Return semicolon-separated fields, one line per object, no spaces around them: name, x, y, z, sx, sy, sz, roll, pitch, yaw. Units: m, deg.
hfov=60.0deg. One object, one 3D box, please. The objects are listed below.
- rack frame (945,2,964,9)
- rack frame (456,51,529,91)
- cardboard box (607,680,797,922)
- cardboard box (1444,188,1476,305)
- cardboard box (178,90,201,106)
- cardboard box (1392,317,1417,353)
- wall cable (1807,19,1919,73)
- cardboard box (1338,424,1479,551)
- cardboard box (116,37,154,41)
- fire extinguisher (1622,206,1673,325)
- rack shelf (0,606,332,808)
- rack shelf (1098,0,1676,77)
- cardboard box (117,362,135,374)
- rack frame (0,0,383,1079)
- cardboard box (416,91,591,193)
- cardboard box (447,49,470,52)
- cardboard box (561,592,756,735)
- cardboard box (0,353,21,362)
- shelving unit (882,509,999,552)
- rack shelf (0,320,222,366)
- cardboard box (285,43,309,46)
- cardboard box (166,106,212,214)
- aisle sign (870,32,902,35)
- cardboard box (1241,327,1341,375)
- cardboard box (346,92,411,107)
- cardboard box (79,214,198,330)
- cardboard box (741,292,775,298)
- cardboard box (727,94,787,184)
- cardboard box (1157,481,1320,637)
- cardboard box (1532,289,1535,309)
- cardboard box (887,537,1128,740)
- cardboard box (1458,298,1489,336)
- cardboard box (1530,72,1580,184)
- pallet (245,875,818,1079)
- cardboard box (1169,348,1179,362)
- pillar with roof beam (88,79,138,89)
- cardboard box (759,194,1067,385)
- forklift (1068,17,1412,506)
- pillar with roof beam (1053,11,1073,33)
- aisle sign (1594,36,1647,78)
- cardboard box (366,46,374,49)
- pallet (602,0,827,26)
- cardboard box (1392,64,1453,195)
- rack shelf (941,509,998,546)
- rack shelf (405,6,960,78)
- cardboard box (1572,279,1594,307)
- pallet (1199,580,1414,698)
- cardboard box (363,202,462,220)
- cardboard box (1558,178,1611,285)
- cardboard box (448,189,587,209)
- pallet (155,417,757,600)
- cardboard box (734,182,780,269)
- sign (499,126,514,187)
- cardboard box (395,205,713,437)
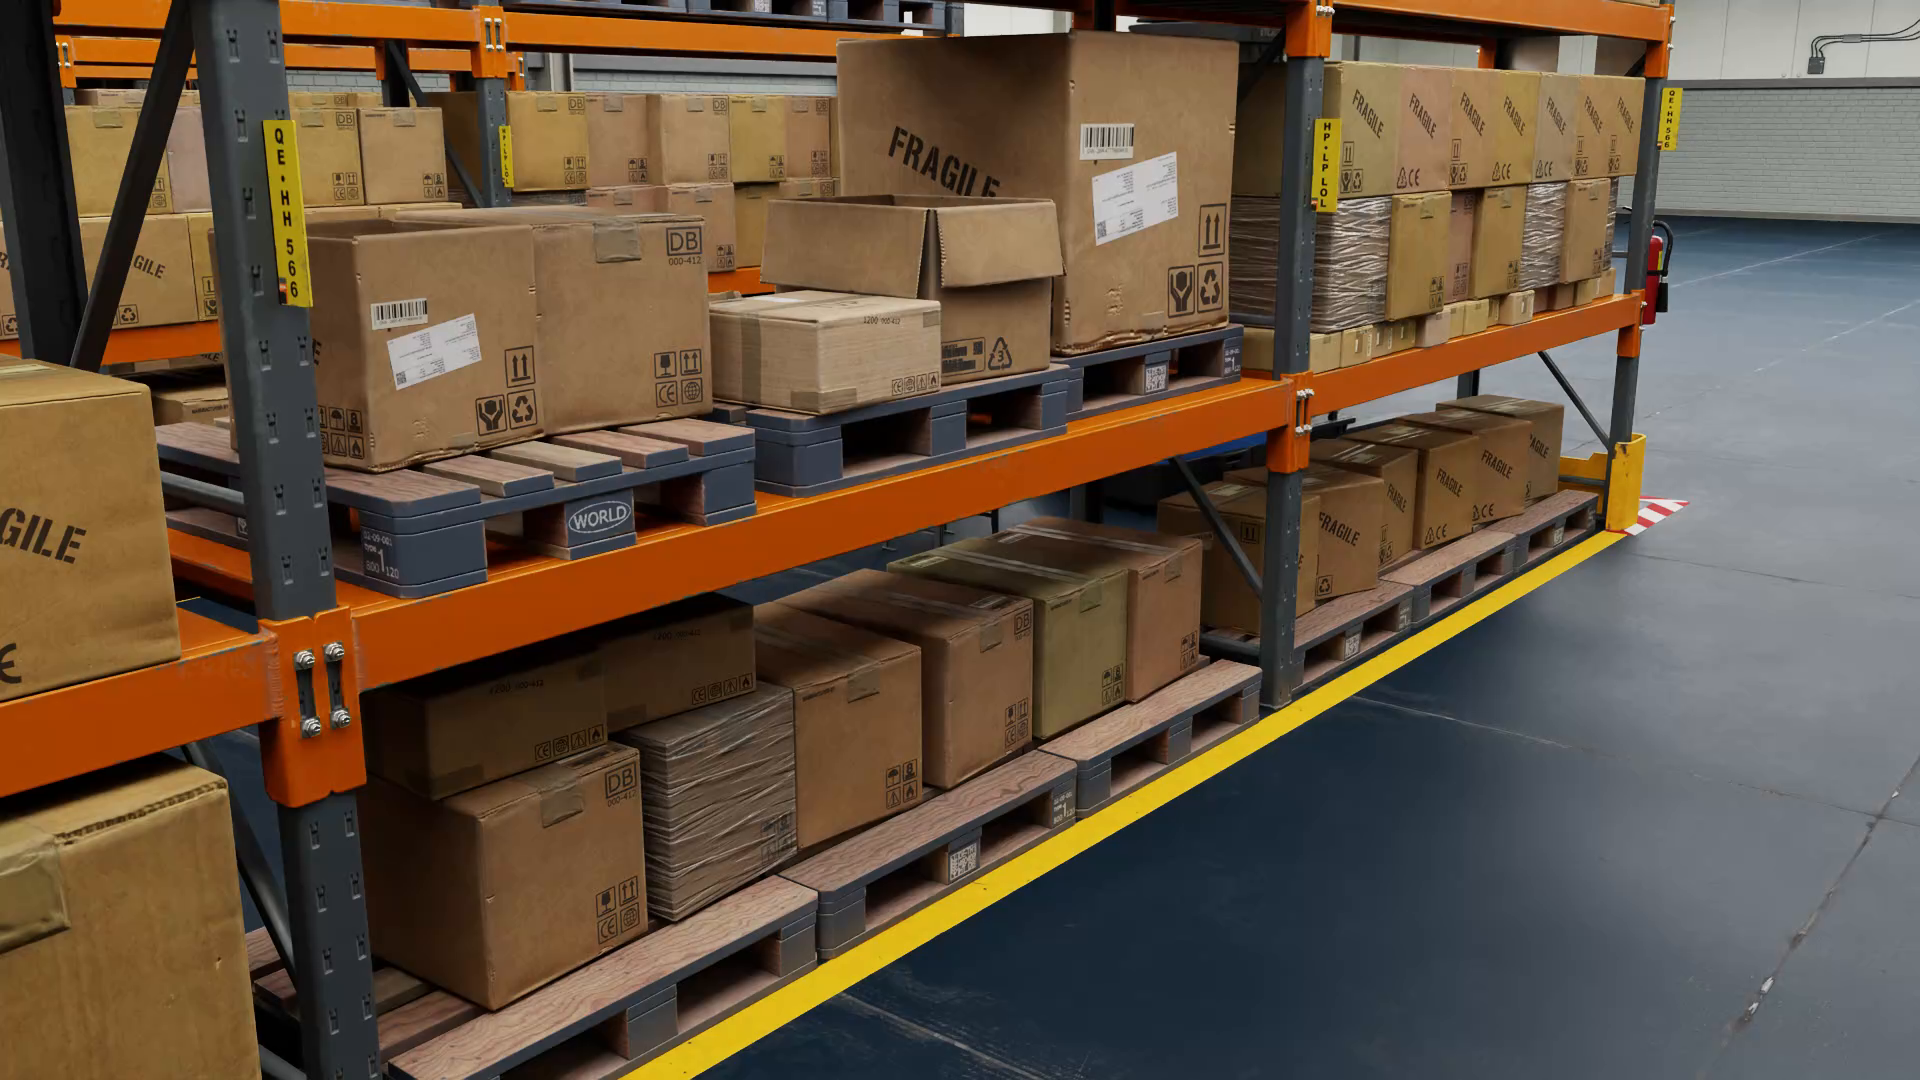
rack frame;-0.398;-5.331;11.833;1.000;3.000;0.127;11;18;38
rack frame;-4.312;-3.170;15.511;1.000;3.000;0.127;11;18;38
cardboard box;-0.888;0.654;4.640;0.700;0.500;0.500;9;17;33
cardboard box;1.791;-1.342;7.505;0.875;0.500;0.500;11;18;38
cardboard box;-6.043;-3.227;12.894;0.700;0.500;0.500;11;18;38
cardboard box;1.704;-0.891;7.048;0.380;0.149;0.250;11;18;38
wall cable;19.796;-13.132;35.634;2.305;6.003;0.169;11;18;38
cardboard box;2.234;-0.275;8.337;0.500;0.500;0.500;14;20;43
cardboard box;-6.229;-3.799;12.404;0.380;0.149;0.250;11;18;38
fire extinguisher;3.827;-1.550;9.289;0.296;0.674;0.183;11;18;38
rack shelf;-2.889;0.627;2.024;1.077;0.370;4.000;11;18;38
rack shelf;2.139;-2.359;7.685;1.077;0.370;4.000;11;18;38
cardboard box;-6.245;-1.346;13.062;0.500;0.250;0.500;10;17;35
rack frame;-1.632;-0.105;3.443;1.000;3.000;0.127;11;18;38
cardboard box;-2.653;-2.319;9.662;0.875;0.550;0.550;11;18;38
cardboard box;-4.449;-4.338;14.525;0.380;0.149;0.250;11;18;38
cardboard box;-0.908;0.294;4.534;0.500;0.250;0.500;-14;20;-43
cardboard box;-2.149;-0.102;3.230;0.500;0.500;0.500;12;19;39
shelving unit;-0.104;-0.986;8.740;0.431;2.100;0.503;11;18;38
rack shelf;-4.169;-0.926;8.137;1.077;0.370;4.000;11;18;38
cardboard box;-5.468;-4.054;13.406;0.380;0.149;0.250;11;18;38
cardboard box;-3.859;-1.899;8.273;0.700;0.500;0.500;11;18;38
aisle sign;-0.587;-3.744;12.487;0.394;0.787;0.004;11;18;38
cardboard box;1.251;-0.744;6.468;0.380;0.149;0.250;11;18;38
cardboard box;-5.027;-3.507;13.996;0.700;0.500;0.500;11;18;37
cardboard box;-3.984;-1.274;7.841;0.500;0.500;0.500;11;18;37
cardboard box;-1.324;-1.288;11.565;0.875;0.875;0.875;11;18;37
cardboard box;-1.625;-2.627;10.875;0.875;0.550;0.500;11;18;38
cardboard box;1.165;0.067;6.992;0.500;0.500;0.500;11;18;36
cardboard box;2.605;-1.187;8.212;0.380;0.149;0.250;11;18;38
cardboard box;0.165;0.330;5.914;0.700;0.500;0.500;11;18;37
cardboard box;2.184;-1.033;7.607;0.380;0.149;0.250;11;18;38
cardboard box;2.617;-1.978;7.981;0.500;0.500;0.500;11;18;38
pallet;-1.139;1.097;4.374;1.003;0.211;1.213;11;18;38
cardboard box;0.789;-0.836;6.830;0.380;0.149;0.250;11;18;38
pillar with roof beam;-5.965;-6.185;15.194;9.100;9.000;0.400;11;18;38
cardboard box;-0.135;-0.778;5.031;0.797;0.503;0.637;14;20;43
forklift;1.867;-1.889;10.604;3.031;2.935;1.130;-14;20;-43
pillar with roof beam;5.348;-9.632;28.764;9.100;9.000;0.400;11;18;38
aisle sign;3.669;-2.862;9.018;0.394;0.787;0.004;11;18;38
cardboard box;-4.974;-4.199;13.979;0.380;0.149;0.250;11;18;37
pallet;-1.623;-3.456;10.724;1.003;0.211;1.213;11;18;38
cardboard box;1.676;-1.691;6.849;0.500;0.500;0.500;11;18;38
rack shelf;-0.104;-0.294;8.915;0.431;0.518;0.480;11;18;38
rack shelf;-1.655;-3.146;10.783;1.077;0.370;4.000;11;18;38
cardboard box;3.103;-1.325;8.756;0.380;0.149;0.250;11;18;38
pallet;1.277;0.347;7.329;1.003;0.211;1.213;11;18;38
cardboard box;-3.032;-1.565;8.987;0.500;0.500;0.500;11;18;37
cardboard box;2.808;-1.614;8.577;0.875;0.500;0.500;11;18;38
cardboard box;-2.690;-1.803;9.823;0.875;0.550;0.550;11;18;38
pallet;-1.267;-0.165;4.069;1.213;0.211;1.003;11;18;38
cardboard box;-1.675;-2.114;11.047;0.875;0.550;0.500;11;18;38
sign;-2.484;-2.098;9.100;0.100;0.325;0.005;11;18;38
cardboard box;-1.050;-0.589;4.292;0.500;0.500;0.700;-13;19;-41
